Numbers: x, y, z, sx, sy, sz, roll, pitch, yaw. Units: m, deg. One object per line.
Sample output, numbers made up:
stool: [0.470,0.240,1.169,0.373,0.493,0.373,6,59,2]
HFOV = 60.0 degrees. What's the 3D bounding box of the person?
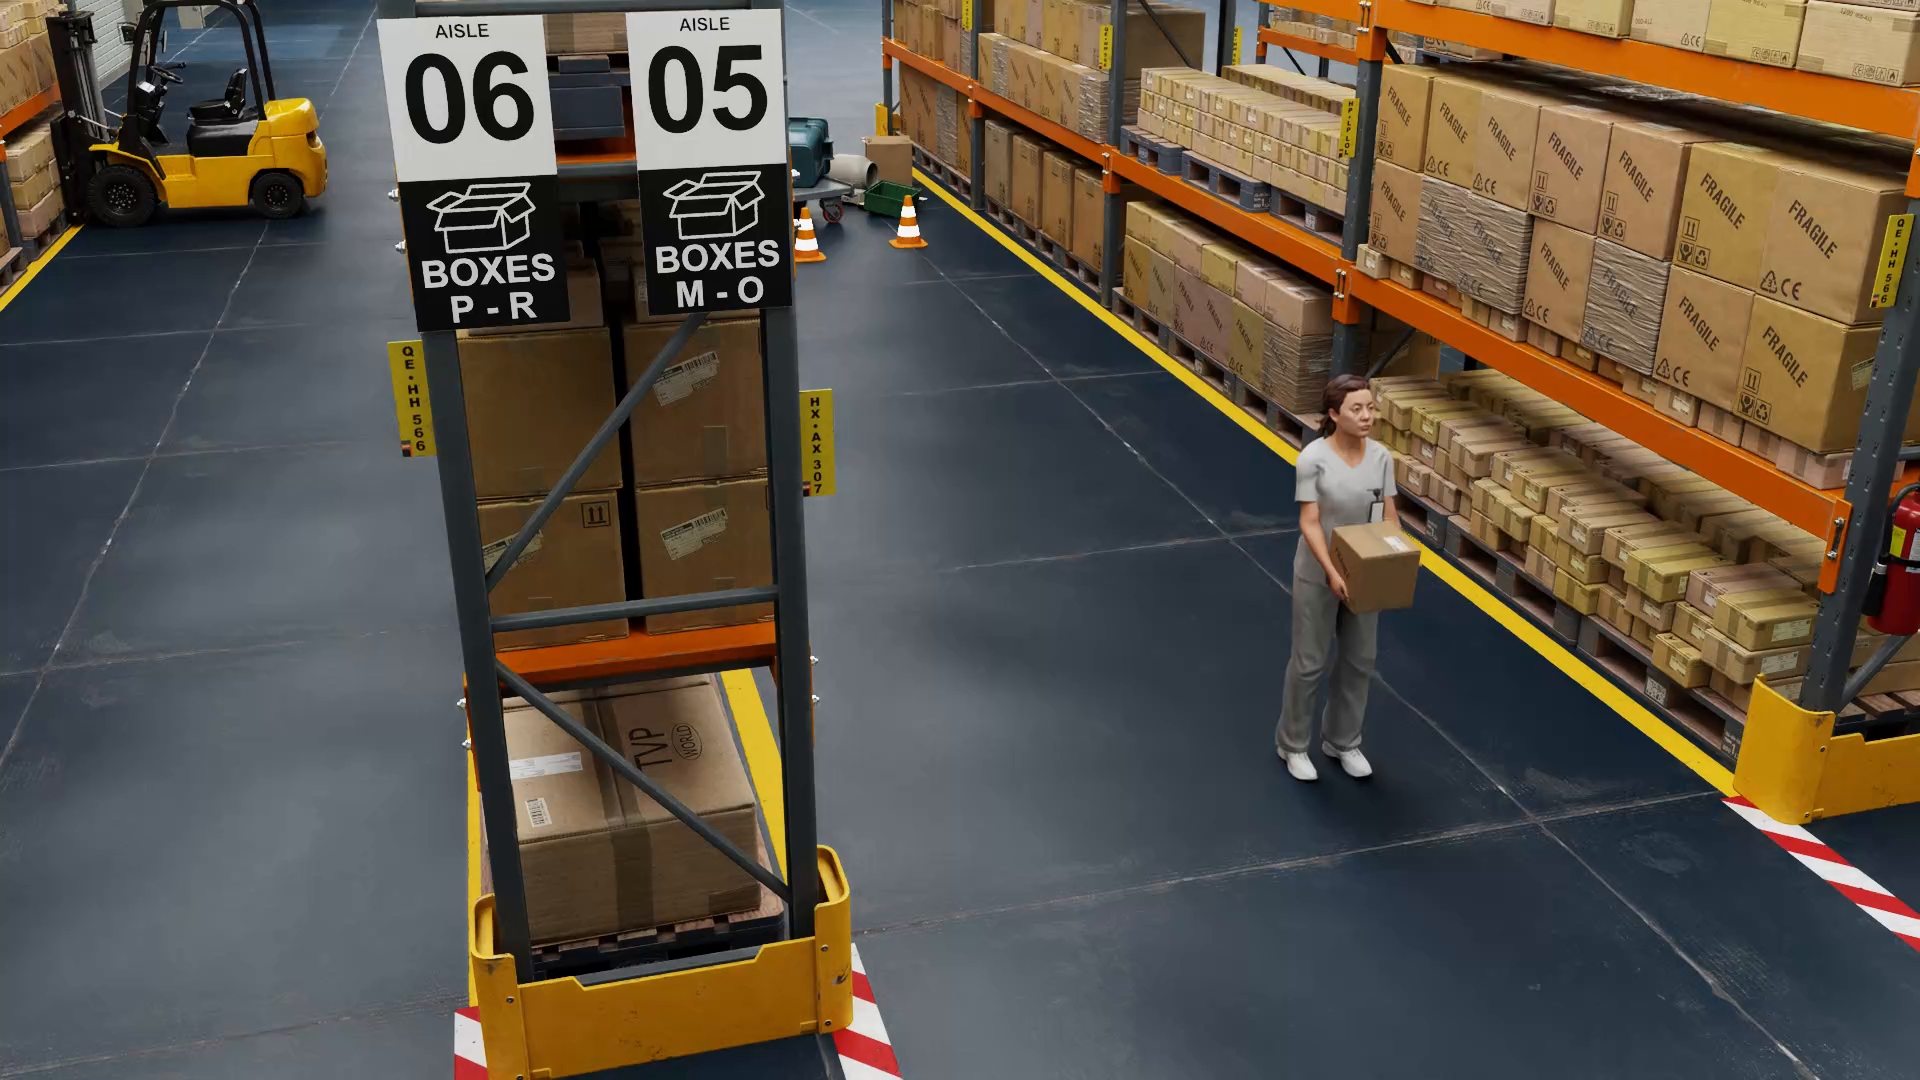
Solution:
person: [1.552,0.174,6.689,0.444,1.671,0.547,-6,24,-14]
